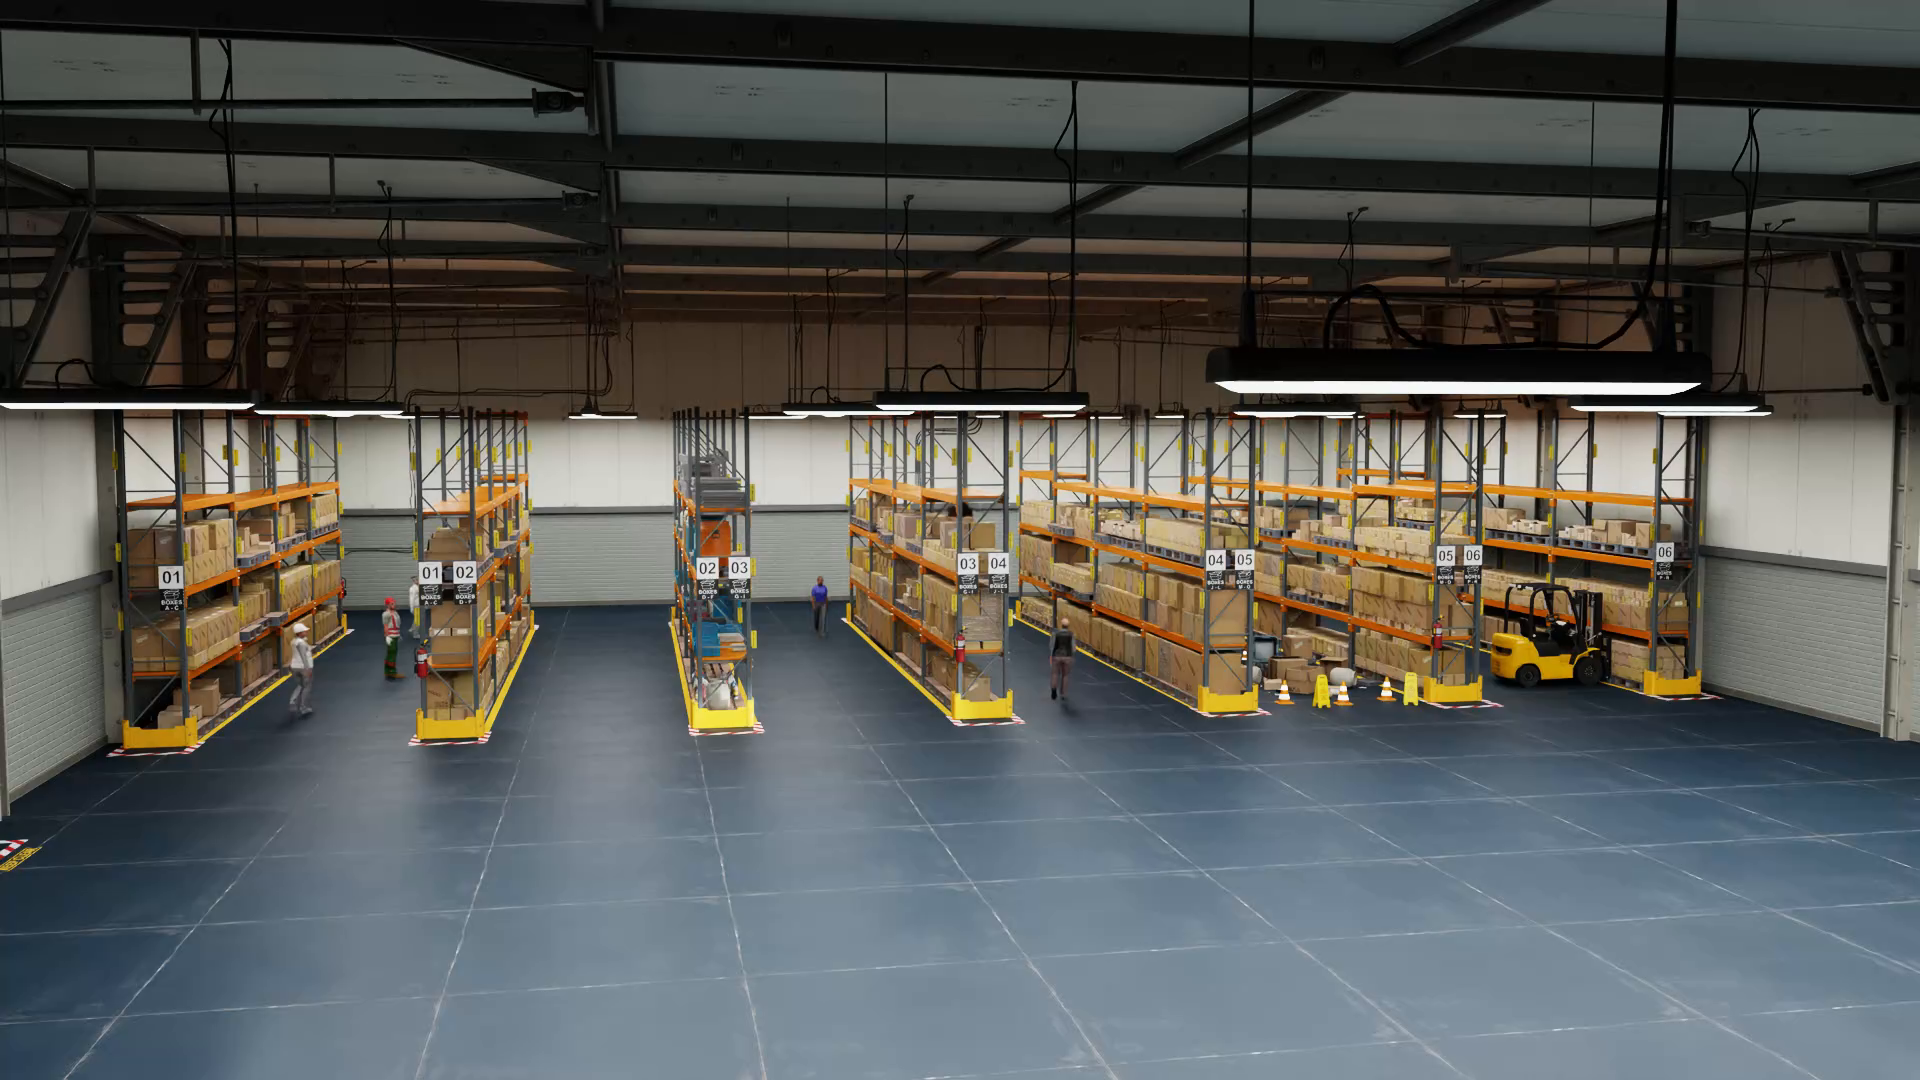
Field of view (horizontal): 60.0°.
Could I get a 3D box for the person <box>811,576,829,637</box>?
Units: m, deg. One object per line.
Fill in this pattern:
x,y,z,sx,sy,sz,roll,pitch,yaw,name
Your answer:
-3.731,1.769,44.357,0.468,1.589,0.928,0,4,-5,person

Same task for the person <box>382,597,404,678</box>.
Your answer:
-12.695,2.177,37.283,0.446,1.795,0.569,-1,4,-11,person

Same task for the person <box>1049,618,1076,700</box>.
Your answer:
2.104,2.439,34.043,0.536,1.695,0.531,2,4,21,person

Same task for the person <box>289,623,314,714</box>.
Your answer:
-12.904,2.508,32.540,0.529,1.767,0.481,2,4,21,person

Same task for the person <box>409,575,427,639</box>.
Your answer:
-14.371,1.754,43.970,0.469,1.697,0.488,0,4,-1,person
